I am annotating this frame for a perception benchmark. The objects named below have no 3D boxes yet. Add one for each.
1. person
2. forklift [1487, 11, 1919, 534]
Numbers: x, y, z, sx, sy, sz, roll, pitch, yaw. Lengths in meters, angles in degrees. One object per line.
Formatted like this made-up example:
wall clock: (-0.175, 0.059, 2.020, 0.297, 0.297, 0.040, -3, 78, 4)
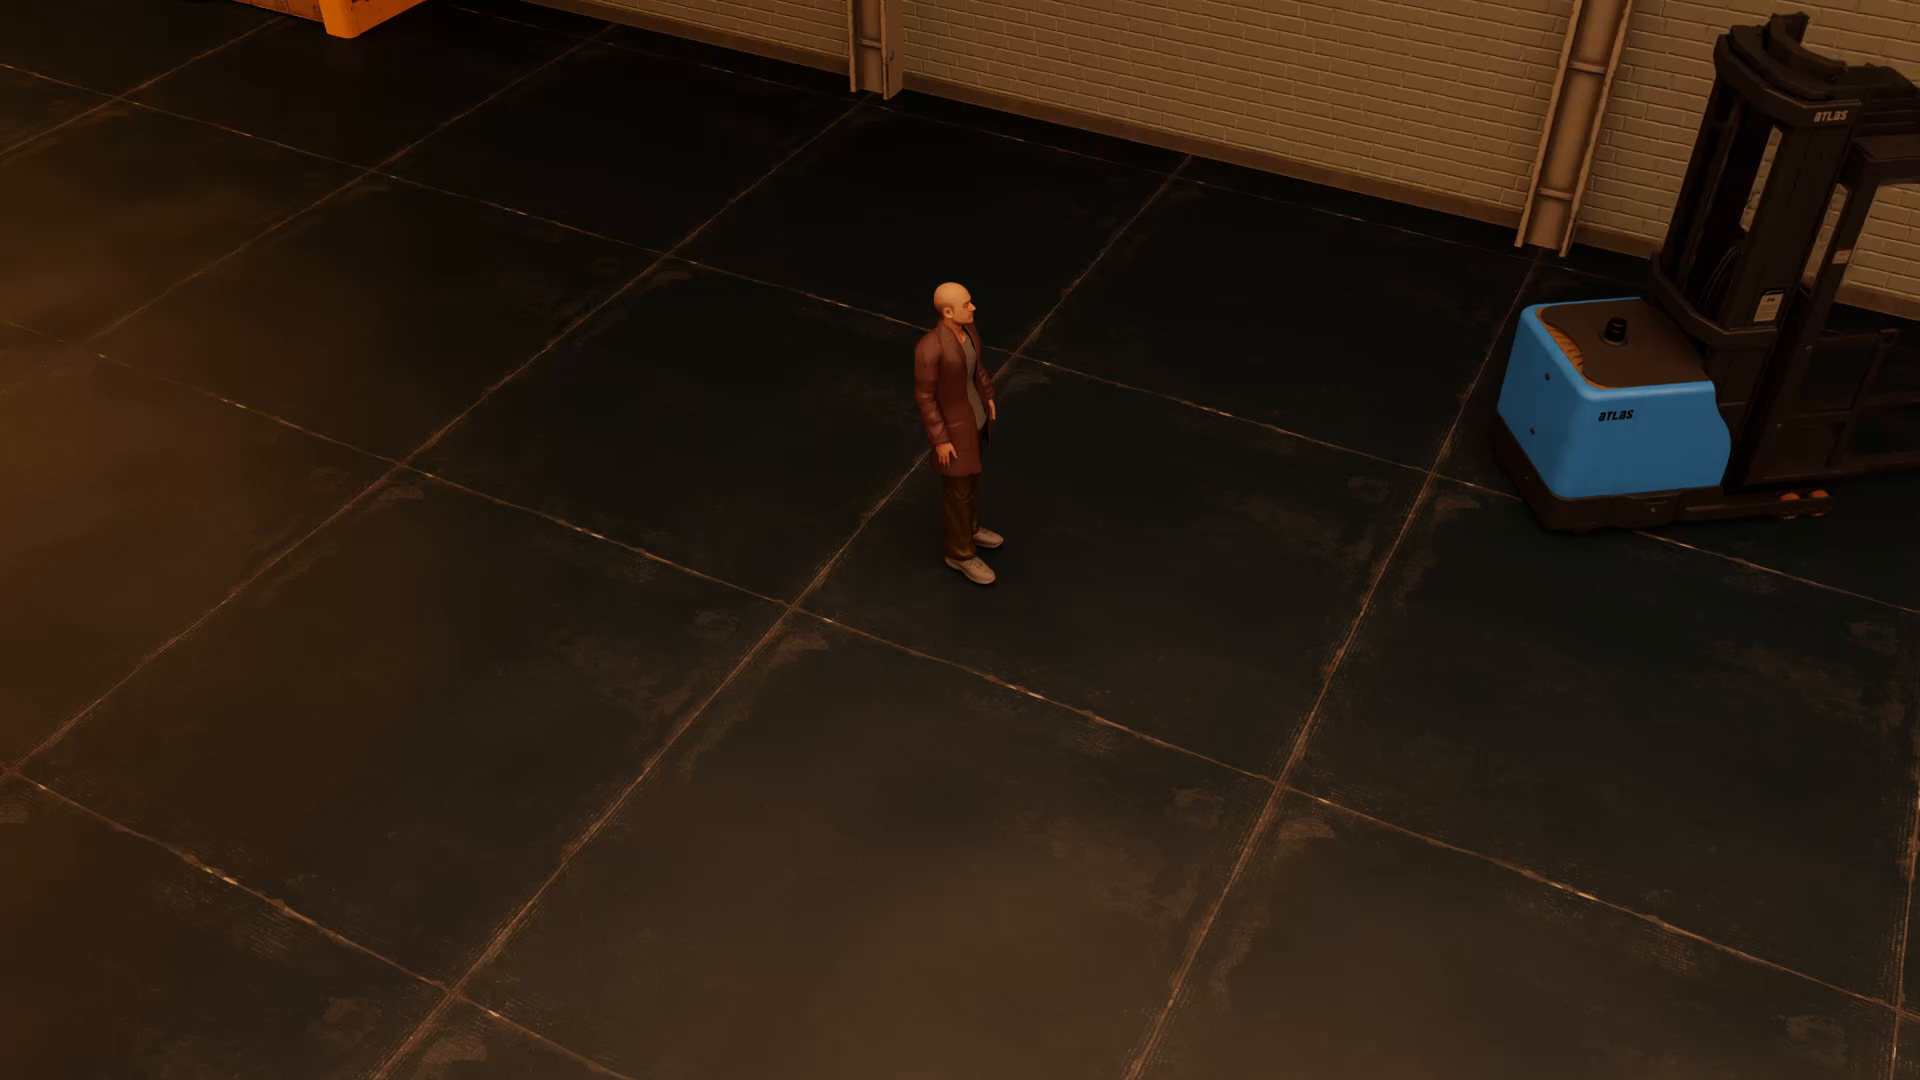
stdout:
person: (0.080, -0.656, 9.650, 0.579, 1.778, 0.696, 18, 43, 21)
forklift: (5.027, -1.585, 9.869, 3.031, 2.935, 1.130, -5, 40, -6)
